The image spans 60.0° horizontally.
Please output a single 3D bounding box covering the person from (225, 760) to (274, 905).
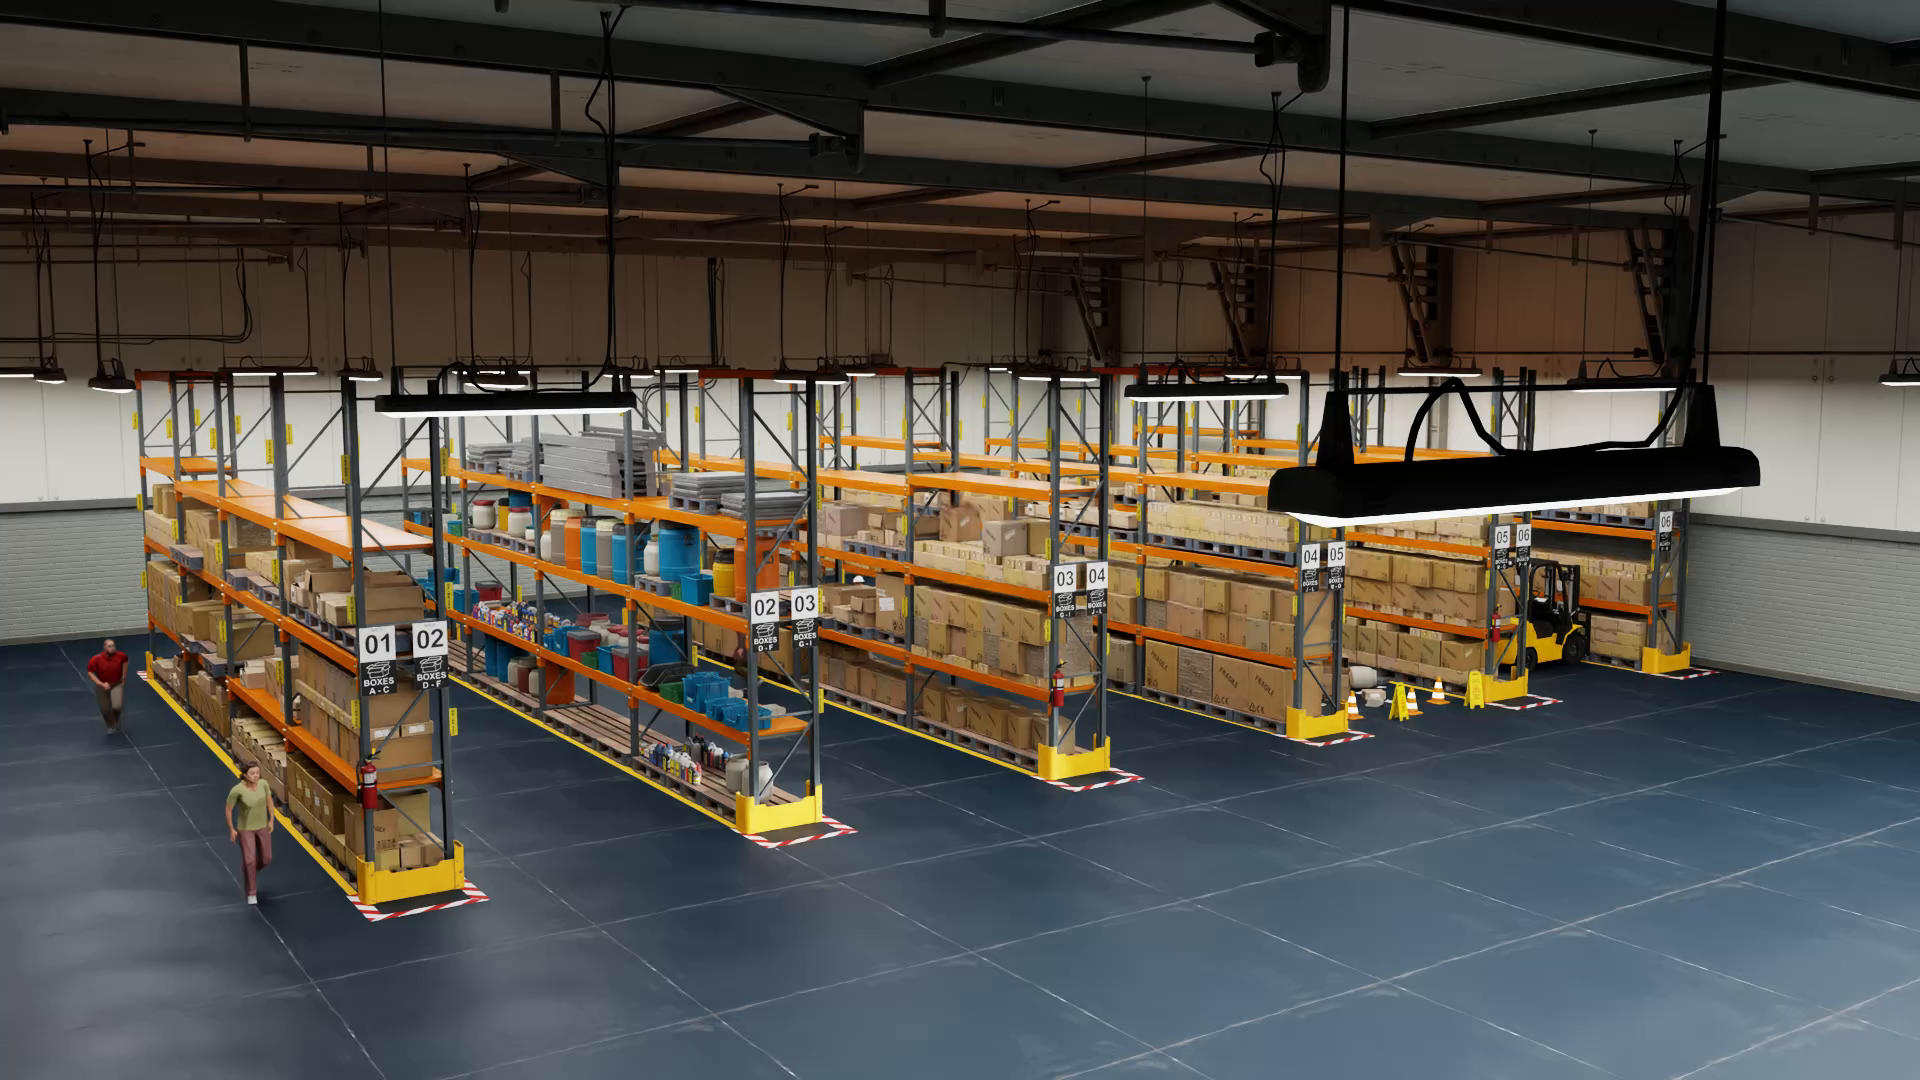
[{"bbox_3d":[-8.256,3.453,19.313,0.525,1.442,0.625,-6,9,-45],"label":"person"}]

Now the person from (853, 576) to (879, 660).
[{"bbox_3d":[-2.079,1.602,34.315,0.587,1.720,1.084,-5,8,-36],"label":"person"}]

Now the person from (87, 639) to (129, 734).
[{"bbox_3d":[-14.063,2.423,27.489,0.621,1.632,0.735,-3,7,-24],"label":"person"}]

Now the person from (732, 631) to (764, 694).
[{"bbox_3d":[-3.877,1.983,30.655,0.585,1.775,0.628,1,7,12],"label":"person"}]
